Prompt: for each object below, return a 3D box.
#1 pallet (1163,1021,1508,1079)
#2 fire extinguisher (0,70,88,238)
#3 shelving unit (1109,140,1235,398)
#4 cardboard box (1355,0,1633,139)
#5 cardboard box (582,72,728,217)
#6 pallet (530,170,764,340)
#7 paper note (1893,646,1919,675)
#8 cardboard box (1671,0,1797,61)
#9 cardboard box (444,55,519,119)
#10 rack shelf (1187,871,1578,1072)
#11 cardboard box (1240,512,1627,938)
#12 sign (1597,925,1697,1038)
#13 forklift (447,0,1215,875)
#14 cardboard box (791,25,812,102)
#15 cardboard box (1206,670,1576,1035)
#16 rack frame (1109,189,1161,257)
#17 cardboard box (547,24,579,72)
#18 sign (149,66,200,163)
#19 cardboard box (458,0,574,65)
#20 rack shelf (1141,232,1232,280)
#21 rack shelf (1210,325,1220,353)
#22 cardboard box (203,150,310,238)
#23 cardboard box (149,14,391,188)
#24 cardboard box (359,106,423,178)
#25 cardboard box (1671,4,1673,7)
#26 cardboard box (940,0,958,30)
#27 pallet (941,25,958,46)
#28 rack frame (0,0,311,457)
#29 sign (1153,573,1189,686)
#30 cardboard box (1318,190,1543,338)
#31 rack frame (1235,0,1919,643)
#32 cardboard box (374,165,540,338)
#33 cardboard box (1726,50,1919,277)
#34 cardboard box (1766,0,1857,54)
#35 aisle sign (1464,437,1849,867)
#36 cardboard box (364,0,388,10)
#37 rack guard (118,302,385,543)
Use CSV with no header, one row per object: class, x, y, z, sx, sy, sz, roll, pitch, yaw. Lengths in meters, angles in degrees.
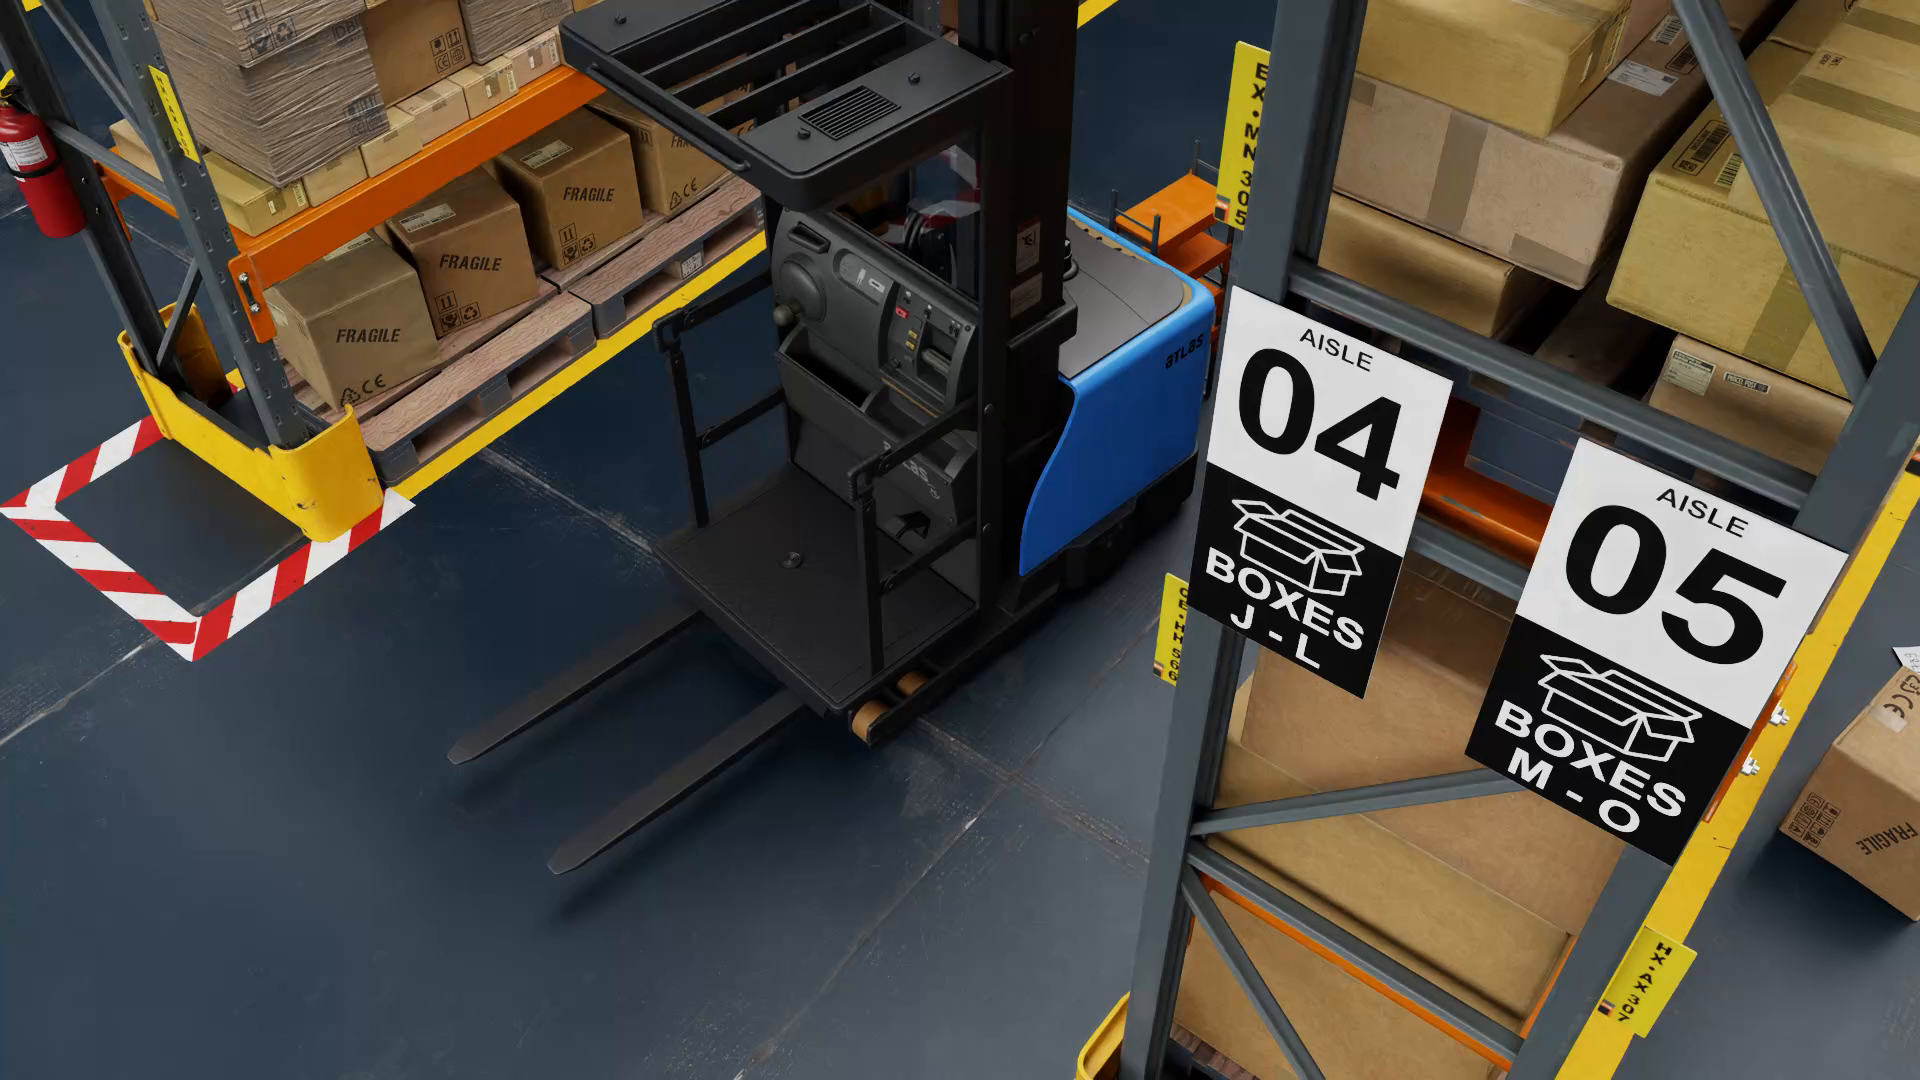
pallet,1.313,1.403,5.264,1.003,0.211,1.213,29,53,25
fire extinguisher,-3.412,-1.430,6.096,0.296,0.674,0.183,29,53,25
shelving unit,0.845,-0.987,6.863,0.503,1.200,0.258,-35,55,-29
cardboard box,0.823,-0.815,2.643,0.380,0.149,0.250,30,53,25
cardboard box,-1.470,-1.957,7.983,0.500,0.500,0.500,25,51,22
pallet,-1.660,-1.544,8.078,1.003,0.211,1.213,29,53,25
paper note,3.637,0.453,6.296,0.147,0.020,0.142,-2,46,-2
cardboard box,1.270,-1.024,3.118,0.500,0.250,0.500,29,53,25
cardboard box,-1.987,-1.853,6.619,0.380,0.149,0.250,29,53,25
rack shelf,2.108,0.036,5.139,1.077,0.370,4.000,29,53,25
cardboard box,1.143,0.312,3.527,0.875,0.550,0.550,29,53,25
sign,1.321,0.854,3.206,0.100,0.325,0.005,29,53,25
forklift,-0.450,-0.701,5.392,3.031,2.935,1.130,-35,55,-29
cardboard box,-0.808,-2.678,8.672,0.500,0.500,0.500,28,52,24
cardboard box,1.077,0.647,3.953,0.875,0.550,0.550,29,53,25
rack frame,0.668,-0.865,6.746,0.015,1.200,0.240,-35,55,-29
cardboard box,-1.621,-2.105,6.860,0.380,0.149,0.250,29,53,25
sign,-2.548,-1.378,5.393,0.100,0.325,0.005,29,53,25
cardboard box,-2.069,-2.365,6.660,0.875,0.500,0.500,29,53,25
rack shelf,0.845,-1.095,6.750,0.480,0.148,0.258,-35,55,-29
rack shelf,0.845,-0.803,7.055,0.480,0.148,0.258,-35,55,-29
cardboard box,-2.615,-1.290,6.081,0.380,0.149,0.250,29,53,25
cardboard box,-2.620,-1.759,6.081,0.875,0.500,0.500,29,53,25
cardboard box,-2.282,-1.561,6.340,0.380,0.149,0.250,29,53,25
cardboard box,1.134,-1.104,2.919,0.380,0.149,0.250,30,53,26
cardboard box,-0.140,-3.238,9.193,0.700,0.500,0.500,25,51,22
pallet,-0.057,-3.091,9.556,1.003,0.211,1.213,29,53,25
rack frame,-2.978,-1.319,5.936,1.000,3.000,0.127,29,53,25
sign,0.465,0.202,3.518,0.100,0.325,0.005,29,53,25
cardboard box,0.821,-0.537,2.929,0.380,0.149,0.250,29,53,25
rack frame,0.886,-1.141,1.616,1.000,3.000,0.127,29,53,25
cardboard box,-2.244,-1.308,7.363,0.500,0.500,0.500,-29,53,-25
cardboard box,1.341,-0.523,2.363,0.380,0.149,0.250,30,53,25
cardboard box,1.693,-0.789,2.893,0.500,0.250,0.500,29,53,25
aisle sign,1.080,0.207,2.680,0.394,0.787,0.004,29,53,25
cardboard box,-2.114,-2.279,5.886,0.500,0.500,0.500,29,53,25
rack guard,-2.931,-0.499,6.881,1.175,0.500,0.348,29,53,25
